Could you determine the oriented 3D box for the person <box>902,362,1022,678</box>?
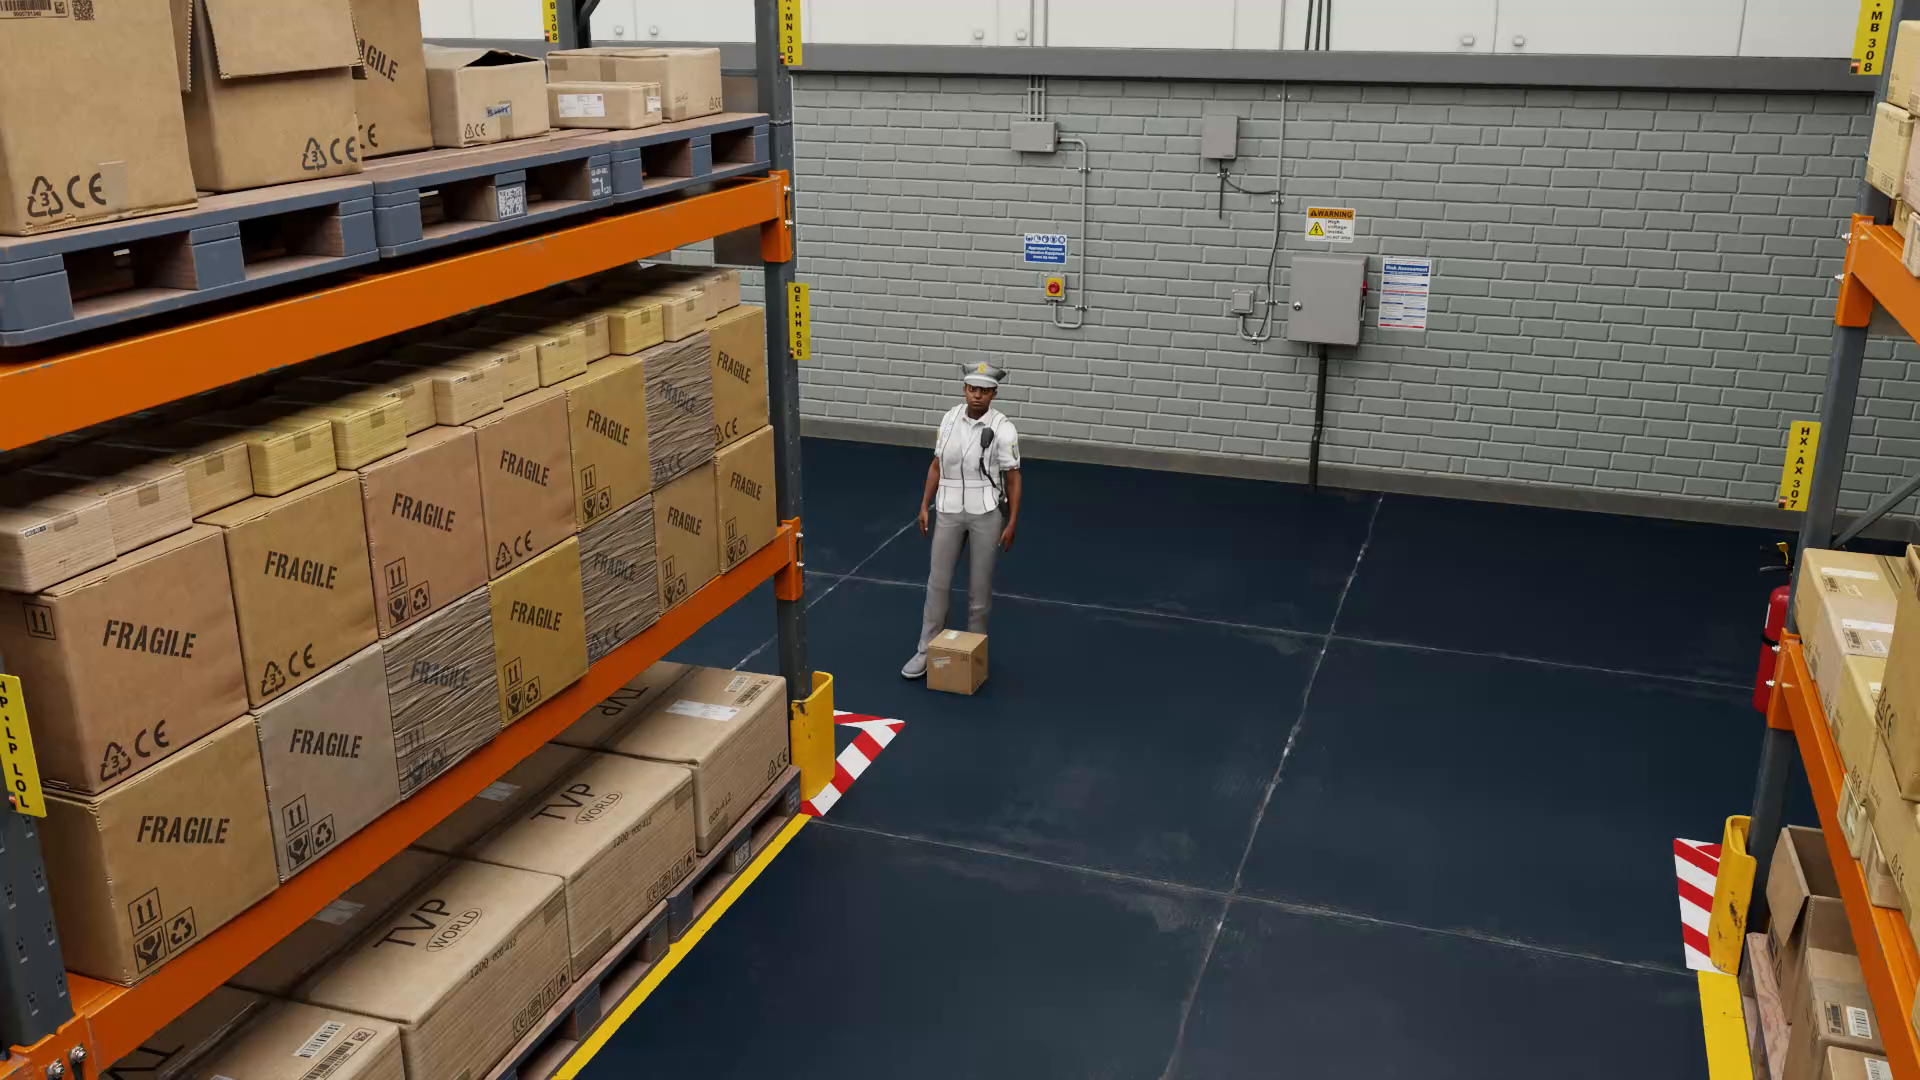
[{"bbox_3d":[0.021,-0.109,8.803,0.569,1.695,0.530,6,20,18],"label":"person"}]
